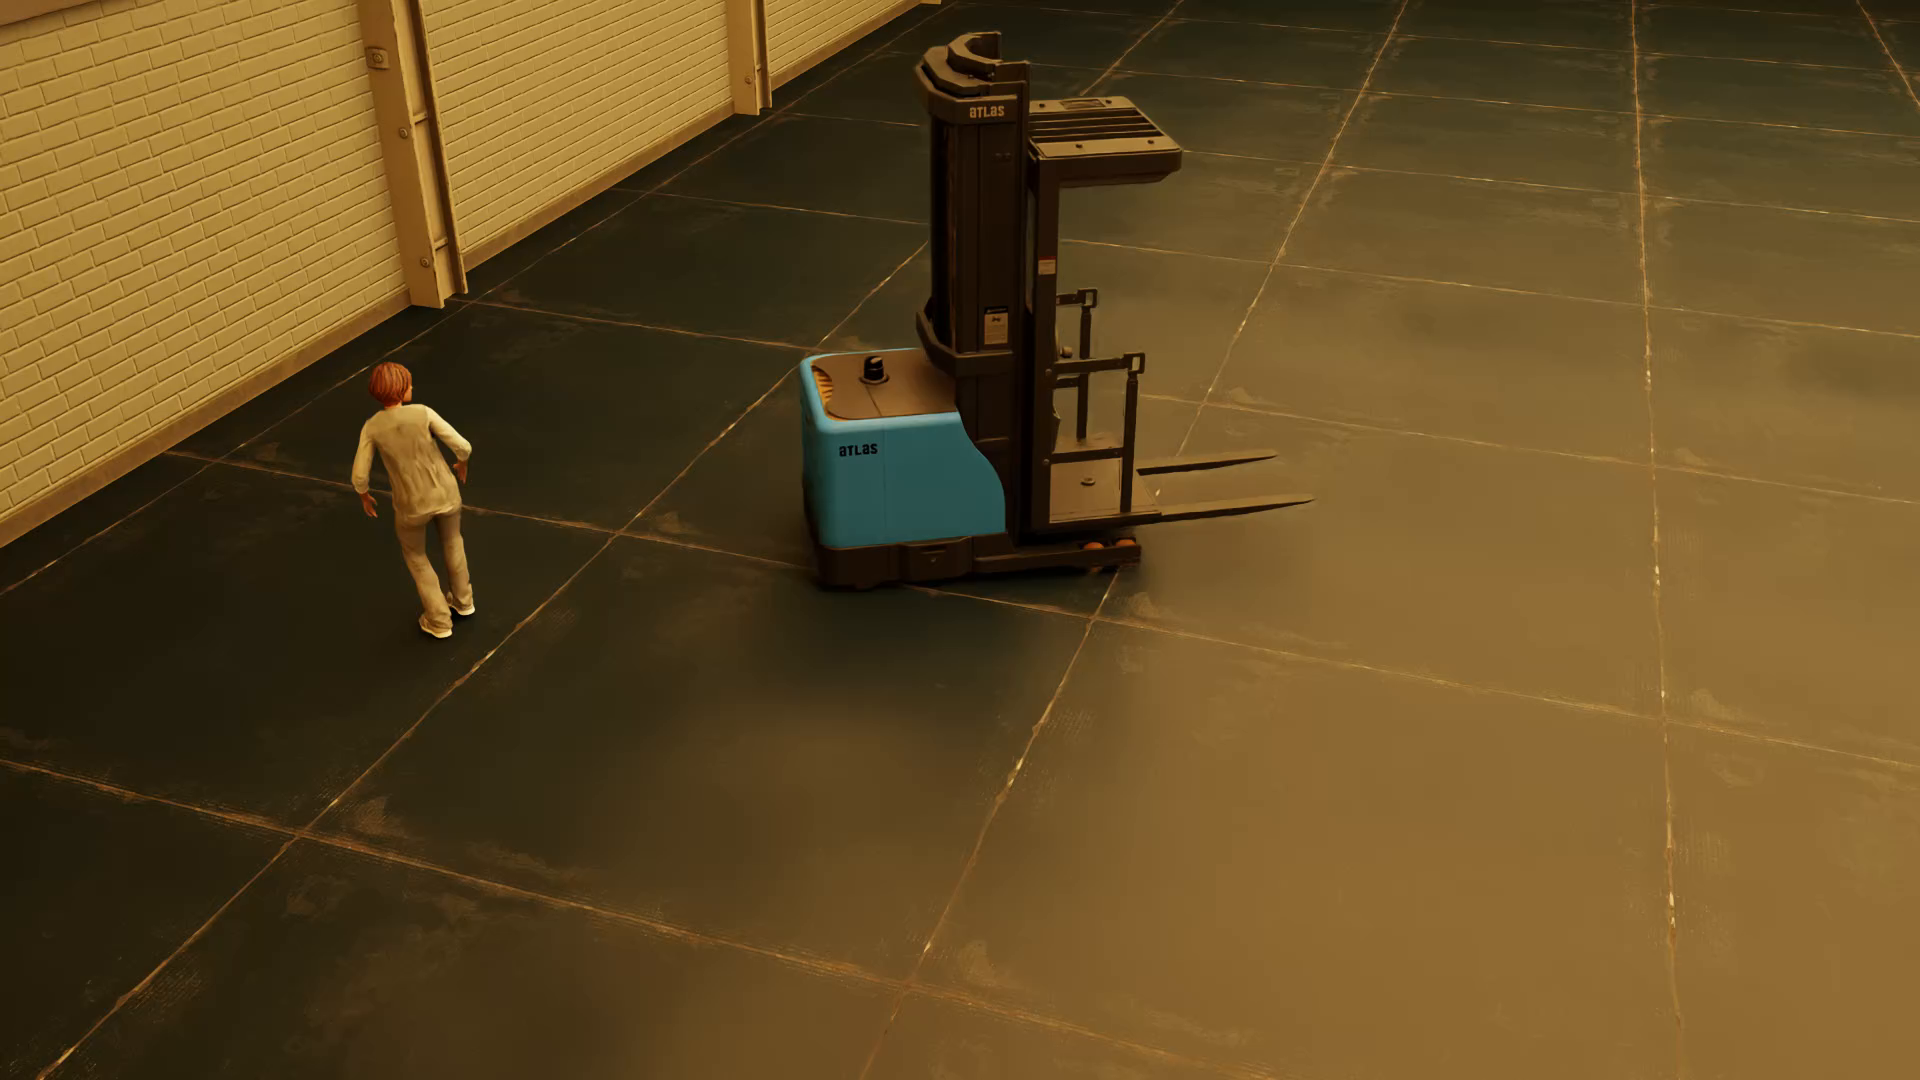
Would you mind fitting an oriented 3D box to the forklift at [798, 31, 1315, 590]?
[{"bbox_3d":[0.603,-1.341,9.489,3.031,2.935,1.130,-6,30,-10],"label":"forklift"}]

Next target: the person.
[{"bbox_3d":[-2.915,-0.217,8.903,0.611,1.571,0.446,-16,33,-25],"label":"person"}]
